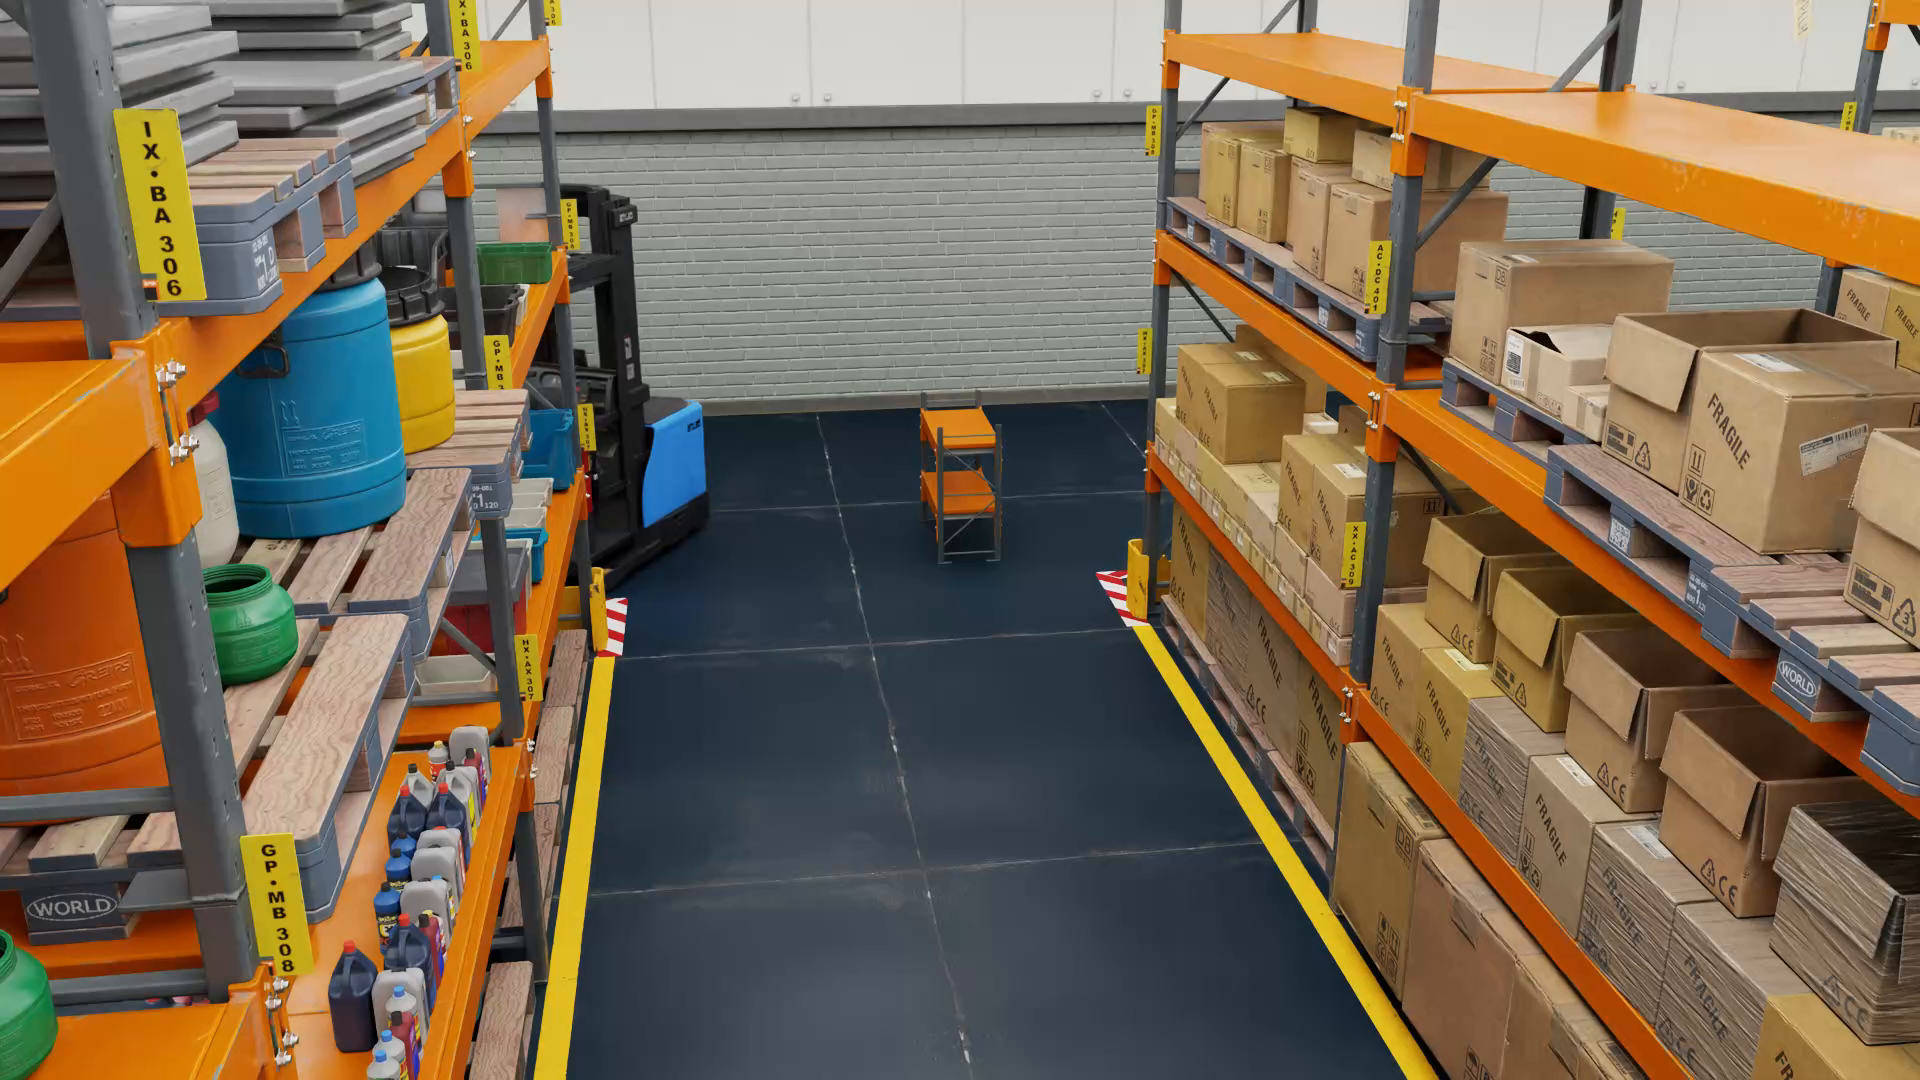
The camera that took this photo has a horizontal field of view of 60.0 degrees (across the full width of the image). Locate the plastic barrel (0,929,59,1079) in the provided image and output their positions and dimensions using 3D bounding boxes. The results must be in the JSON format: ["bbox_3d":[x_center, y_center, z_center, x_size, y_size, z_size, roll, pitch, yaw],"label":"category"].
[{"bbox_3d":[-1.823,0.870,3.035,0.294,0.245,0.294,0,20,0],"label":"plastic barrel"}]

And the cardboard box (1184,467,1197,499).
[{"bbox_3d":[1.678,-0.376,10.794,0.380,0.149,0.250,-3,21,-9],"label":"cardboard box"}]

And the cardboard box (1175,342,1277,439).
[{"bbox_3d":[1.713,-0.968,10.738,0.500,0.500,0.500,-3,21,-9],"label":"cardboard box"}]

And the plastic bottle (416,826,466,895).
[{"bbox_3d":[-1.984,1.214,6.357,0.152,0.276,0.135,-3,21,-8],"label":"plastic bottle"}]

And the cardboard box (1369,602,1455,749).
[{"bbox_3d":[2.234,0.610,7.654,0.500,0.500,0.500,-3,21,-8],"label":"cardboard box"}]

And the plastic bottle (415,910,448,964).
[{"bbox_3d":[-1.887,1.414,5.926,0.097,0.201,0.097,0,20,0],"label":"plastic bottle"}]

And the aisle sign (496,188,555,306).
[{"bbox_3d":[-2.783,-1.908,10.822,0.394,0.787,0.004,-3,21,-8],"label":"aisle sign"}]

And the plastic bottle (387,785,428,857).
[{"bbox_3d":[-2.146,1.130,6.473,0.144,0.351,0.185,-3,21,-8],"label":"plastic bottle"}]

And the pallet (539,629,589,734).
[{"bbox_3d":[-2.982,0.943,10.889,1.003,0.211,1.213,-3,21,-8],"label":"pallet"}]

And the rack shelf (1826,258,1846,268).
[{"bbox_3d":[7.050,-1.491,10.163,1.077,0.370,4.000,-3,21,-8],"label":"rack shelf"}]

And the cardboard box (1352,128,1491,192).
[{"bbox_3d":[2.286,-1.888,8.240,0.500,0.250,0.500,-4,21,-11],"label":"cardboard box"}]

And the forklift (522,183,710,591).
[{"bbox_3d":[-3.118,-1.095,12.458,1.130,2.935,3.031,8,22,20],"label":"forklift"}]

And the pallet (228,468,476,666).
[{"bbox_3d":[-2.110,0.077,5.207,1.003,0.211,1.213,-3,21,-8],"label":"pallet"}]

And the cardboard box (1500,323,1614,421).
[{"bbox_3d":[2.484,-0.691,6.520,0.500,0.311,0.500,-4,21,-10],"label":"cardboard box"}]

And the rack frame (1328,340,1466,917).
[{"bbox_3d":[2.415,0.484,8.132,1.000,3.000,0.127,-3,21,-8],"label":"rack frame"}]

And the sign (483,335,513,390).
[{"bbox_3d":[-1.941,-0.702,7.009,0.100,0.325,0.005,-3,21,-8],"label":"sign"}]

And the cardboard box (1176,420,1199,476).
[{"bbox_3d":[1.722,-0.610,10.852,0.500,0.250,0.500,-3,21,-8],"label":"cardboard box"}]

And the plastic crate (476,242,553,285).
[{"bbox_3d":[-2.638,-1.629,9.808,0.450,0.188,0.336,-3,21,-8],"label":"plastic crate"}]

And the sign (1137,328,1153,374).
[{"bbox_3d":[1.289,-1.317,11.605,0.100,0.325,0.005,-3,21,-8],"label":"sign"}]

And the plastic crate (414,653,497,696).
[{"bbox_3d":[-2.412,0.661,7.949,0.396,0.136,0.243,-3,21,-8],"label":"plastic crate"}]

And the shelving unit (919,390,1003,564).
[{"bbox_3d":[-0.001,-0.529,13.526,0.538,1.125,1.048,-3,21,-8],"label":"shelving unit"}]

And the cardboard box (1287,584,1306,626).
[{"bbox_3d":[1.973,0.335,8.891,0.380,0.149,0.250,-3,21,-9],"label":"cardboard box"}]

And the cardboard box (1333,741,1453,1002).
[{"bbox_3d":[2.527,1.504,7.840,1.225,0.875,0.875,-3,21,-8],"label":"cardboard box"}]

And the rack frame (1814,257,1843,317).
[{"bbox_3d":[6.761,-1.116,12.416,1.000,3.000,0.127,-3,21,-8],"label":"rack frame"}]

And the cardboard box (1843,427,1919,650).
[{"bbox_3d":[2.833,0.012,4.363,0.797,0.503,0.637,-2,21,-5],"label":"cardboard box"}]

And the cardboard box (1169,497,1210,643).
[{"bbox_3d":[2.010,0.116,11.556,0.875,0.875,0.875,-3,21,-8],"label":"cardboard box"}]

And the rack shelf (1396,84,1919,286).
[{"bbox_3d":[2.703,-1.109,5.424,1.077,0.370,4.000,-3,21,-8],"label":"rack shelf"}]

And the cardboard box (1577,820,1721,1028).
[{"bbox_3d":[2.531,1.312,5.774,0.500,0.500,0.500,-4,21,-10],"label":"cardboard box"}]

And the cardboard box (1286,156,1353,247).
[{"bbox_3d":[2.235,-1.854,9.219,0.700,0.500,0.500,-2,21,-5],"label":"cardboard box"}]

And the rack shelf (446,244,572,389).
[{"bbox_3d":[-2.774,-1.026,8.918,1.077,0.370,4.000,-3,21,-8],"label":"rack shelf"}]

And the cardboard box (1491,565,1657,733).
[{"bbox_3d":[2.603,0.427,6.710,0.797,0.503,0.637,-3,21,-7],"label":"cardboard box"}]

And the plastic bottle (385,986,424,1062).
[{"bbox_3d":[-1.808,1.572,5.404,0.097,0.271,0.097,0,20,0],"label":"plastic bottle"}]

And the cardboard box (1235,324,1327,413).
[{"bbox_3d":[2.169,-1.165,11.267,0.500,0.500,0.500,-3,21,-7],"label":"cardboard box"}]

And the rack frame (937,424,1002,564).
[{"bbox_3d":[0.072,-0.353,13.054,0.500,1.125,0.032,-3,21,-8],"label":"rack frame"}]

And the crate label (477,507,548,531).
[{"bbox_3d":[-2.674,-0.086,9.950,0.396,0.136,0.243,-3,21,-8],"label":"crate label"}]

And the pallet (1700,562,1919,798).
[{"bbox_3d":[2.846,0.332,4.522,1.213,0.211,1.003,-2,21,-5],"label":"pallet"}]

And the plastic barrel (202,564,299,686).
[{"bbox_3d":[-1.835,0.212,4.197,0.294,0.245,0.294,0,20,0],"label":"plastic barrel"}]

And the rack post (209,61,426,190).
[{"bbox_3d":[-2.068,-1.148,4.642,0.937,0.300,0.954,-1,20,-2],"label":"rack post"}]

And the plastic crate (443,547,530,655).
[{"bbox_3d":[-2.367,0.354,8.303,0.402,0.464,0.583,-3,21,-8],"label":"plastic crate"}]

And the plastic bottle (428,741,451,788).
[{"bbox_3d":[-2.230,0.960,7.142,0.097,0.201,0.097,0,20,0],"label":"plastic bottle"}]

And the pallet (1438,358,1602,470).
[{"bbox_3d":[2.596,-0.516,6.797,0.805,0.209,1.217,-4,21,-10],"label":"pallet"}]

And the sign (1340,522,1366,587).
[{"bbox_3d":[1.866,0.070,7.890,0.100,0.325,0.005,-3,21,-8],"label":"sign"}]

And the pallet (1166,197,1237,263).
[{"bbox_3d":[1.956,-2.008,10.644,1.003,0.211,1.213,-3,21,-8],"label":"pallet"}]

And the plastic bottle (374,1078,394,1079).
[{"bbox_3d":[-1.726,1.719,4.993,0.061,0.283,0.133,-3,21,-8],"label":"plastic bottle"}]

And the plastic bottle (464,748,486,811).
[{"bbox_3d":[-2.031,0.987,6.953,0.061,0.283,0.133,-3,21,-8],"label":"plastic bottle"}]

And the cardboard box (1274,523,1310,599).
[{"bbox_3d":[2.015,0.097,8.959,0.500,0.250,0.500,-2,21,-6],"label":"cardboard box"}]

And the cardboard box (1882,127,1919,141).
[{"bbox_3d":[6.583,-2.748,11.429,0.380,0.149,0.250,-3,21,-8],"label":"cardboard box"}]

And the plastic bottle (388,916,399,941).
[{"bbox_3d":[-1.928,1.431,5.782,0.097,0.271,0.097,0,20,0],"label":"plastic bottle"}]

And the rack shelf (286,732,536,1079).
[{"bbox_3d":[-2.198,1.764,5.735,1.077,0.370,4.000,-3,21,-8],"label":"rack shelf"}]

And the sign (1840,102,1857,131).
[{"bbox_3d":[6.224,-2.903,11.665,0.100,0.325,0.005,-3,21,-8],"label":"sign"}]

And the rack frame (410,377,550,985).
[{"bbox_3d":[-2.486,0.734,7.463,1.000,3.000,0.127,-3,21,-8],"label":"rack frame"}]

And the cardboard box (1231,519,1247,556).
[{"bbox_3d":[1.826,-0.020,9.842,0.380,0.149,0.250,-3,21,-7],"label":"cardboard box"}]
